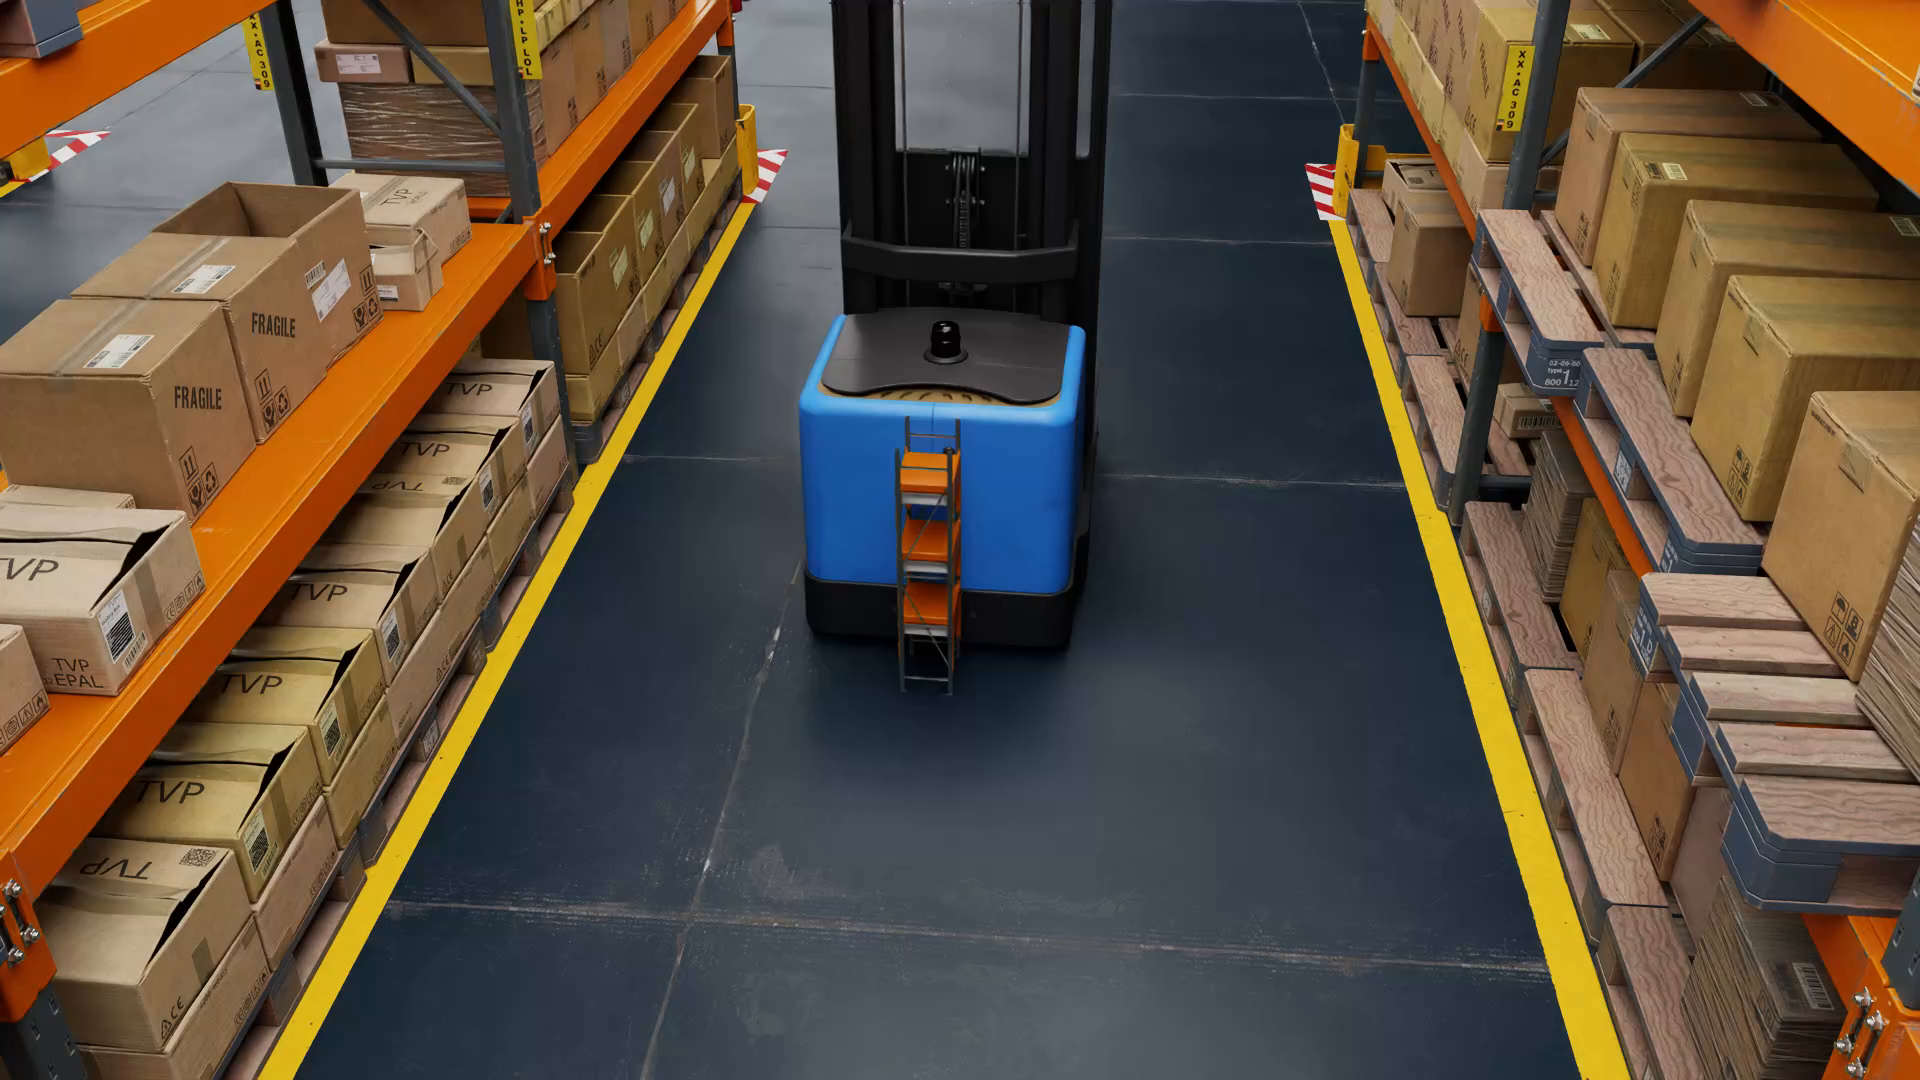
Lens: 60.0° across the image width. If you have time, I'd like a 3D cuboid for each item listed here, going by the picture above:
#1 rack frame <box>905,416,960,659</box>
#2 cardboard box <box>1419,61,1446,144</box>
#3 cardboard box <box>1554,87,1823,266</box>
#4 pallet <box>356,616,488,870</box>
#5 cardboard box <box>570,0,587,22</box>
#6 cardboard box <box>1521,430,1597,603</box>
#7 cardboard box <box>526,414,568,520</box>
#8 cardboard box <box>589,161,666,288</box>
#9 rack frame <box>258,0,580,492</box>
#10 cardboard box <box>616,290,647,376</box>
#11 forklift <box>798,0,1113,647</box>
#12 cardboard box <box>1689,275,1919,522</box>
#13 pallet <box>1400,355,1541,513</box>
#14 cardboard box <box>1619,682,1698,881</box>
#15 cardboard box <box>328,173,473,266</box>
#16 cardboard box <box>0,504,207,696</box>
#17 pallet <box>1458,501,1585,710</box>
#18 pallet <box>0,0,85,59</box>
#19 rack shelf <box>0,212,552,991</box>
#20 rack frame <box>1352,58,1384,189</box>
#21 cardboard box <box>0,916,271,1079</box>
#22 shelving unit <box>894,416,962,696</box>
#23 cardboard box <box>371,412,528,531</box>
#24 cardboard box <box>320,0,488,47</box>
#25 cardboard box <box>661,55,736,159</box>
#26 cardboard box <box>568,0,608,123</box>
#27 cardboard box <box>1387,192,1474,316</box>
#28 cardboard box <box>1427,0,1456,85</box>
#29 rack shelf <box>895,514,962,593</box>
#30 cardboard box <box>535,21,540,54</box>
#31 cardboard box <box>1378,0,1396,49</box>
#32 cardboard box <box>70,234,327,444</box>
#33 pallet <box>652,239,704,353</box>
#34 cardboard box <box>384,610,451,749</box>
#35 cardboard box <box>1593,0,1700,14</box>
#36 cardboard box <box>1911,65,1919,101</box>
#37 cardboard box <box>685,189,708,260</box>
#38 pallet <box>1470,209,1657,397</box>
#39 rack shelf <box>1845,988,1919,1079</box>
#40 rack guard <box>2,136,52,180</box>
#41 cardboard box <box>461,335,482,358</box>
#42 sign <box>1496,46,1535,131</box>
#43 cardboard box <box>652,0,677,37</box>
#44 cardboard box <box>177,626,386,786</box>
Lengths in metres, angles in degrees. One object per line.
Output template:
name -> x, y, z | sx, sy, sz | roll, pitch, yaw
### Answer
rack frame -> -0.099, 0.009, 6.234 | 0.200, 1.050, 0.008 | 3, 32, 6
cardboard box -> 2.482, -2.069, 7.871 | 0.500, 0.250, 0.500 | 2, 32, 4
cardboard box -> 2.596, -1.305, 5.993 | 0.700, 0.500, 0.500 | 3, 32, 4
pallet -> -2.384, 0.665, 5.970 | 1.003, 0.211, 1.213 | 2, 32, 4
cardboard box -> -1.969, -2.534, 7.790 | 0.380, 0.149, 0.250 | 1, 32, 2
cardboard box -> 2.628, -0.077, 6.479 | 0.700, 0.500, 0.500 | 3, 32, 6
cardboard box -> -2.011, -0.328, 7.144 | 0.500, 0.250, 0.500 | 2, 32, 4
cardboard box -> -1.835, -1.629, 8.539 | 0.500, 0.500, 0.500 | 2, 32, 4
rack frame -> -2.266, -1.549, 6.904 | 1.000, 3.000, 0.127 | 2, 32, 4
cardboard box -> -1.881, -1.048, 8.312 | 0.500, 0.250, 0.500 | 2, 32, 4
forklift -> 0.075, -1.585, 7.028 | 1.130, 2.935, 3.031 | 3, 32, 6
cardboard box -> 2.453, -0.376, 4.487 | 0.700, 0.500, 0.500 | 2, 32, 4
pallet -> 2.691, -0.505, 7.868 | 1.003, 0.211, 1.213 | 2, 32, 4
cardboard box -> 2.522, 0.725, 5.178 | 0.700, 0.500, 0.500 | 2, 32, 4
cardboard box -> -2.263, -1.226, 6.523 | 0.500, 0.250, 0.500 | 4, 32, 7
cardboard box -> -2.326, 0.121, 4.279 | 0.500, 0.311, 0.500 | 2, 32, 3
pallet -> 2.609, 0.255, 6.635 | 1.003, 0.211, 1.213 | 2, 32, 4
pallet -> -2.626, -1.013, 3.355 | 1.213, 0.211, 1.003 | 4, 32, 6
rack shelf -> -2.429, -0.197, 5.396 | 1.077, 0.370, 4.000 | 2, 32, 4
rack frame -> 2.997, -3.431, 9.958 | 1.000, 3.000, 0.127 | 2, 32, 4
cardboard box -> -2.257, 1.273, 4.546 | 0.500, 0.250, 0.500 | 2, 32, 4
shelving unit -> -0.113, 0.073, 6.131 | 0.215, 1.050, 0.252 | 3, 32, 6
cardboard box -> -2.050, -0.300, 6.563 | 0.500, 0.311, 0.500 | 3, 32, 5
cardboard box -> -2.237, -2.376, 6.915 | 0.700, 0.500, 0.500 | 3, 32, 4
cardboard box -> -1.688, -2.675, 10.237 | 0.500, 0.500, 0.500 | 2, 32, 4
cardboard box -> -2.155, -2.362, 8.129 | 0.700, 0.500, 0.500 | 3, 32, 5
cardboard box -> 2.695, -1.517, 8.815 | 0.700, 0.500, 0.500 | 1, 32, 1
cardboard box -> 2.488, -2.388, 7.675 | 0.500, 0.500, 0.500 | 2, 32, 3
rack shelf -> -0.113, 0.082, 6.136 | 0.215, 0.259, 0.240 | 3, 32, 6
cardboard box -> -2.031, -2.131, 7.136 | 0.380, 0.149, 0.250 | 3, 32, 5
cardboard box -> 2.613, -2.862, 9.159 | 0.500, 0.250, 0.500 | 2, 32, 2
cardboard box -> -2.429, -0.653, 5.356 | 0.500, 0.500, 0.500 | 3, 32, 4
pallet -> -2.063, -1.416, 9.346 | 1.003, 0.211, 1.213 | 2, 32, 4
cardboard box -> -2.138, 0.470, 5.849 | 0.500, 0.250, 0.500 | 3, 32, 5
cardboard box -> 2.963, -2.110, 7.225 | 0.500, 0.500, 0.500 | 2, 32, 4
cardboard box -> 2.135, -0.883, 3.031 | 0.500, 0.311, 0.500 | 2, 32, 4
cardboard box -> -1.758, -1.832, 9.585 | 0.500, 0.250, 0.500 | 2, 32, 4
pallet -> 2.464, -0.864, 5.976 | 1.003, 0.211, 1.213 | 2, 32, 4
rack shelf -> 2.183, 2.104, 1.662 | 1.077, 0.370, 4.000 | 2, 32, 4
rack guard -> -6.837, -2.748, 11.233 | 1.175, 0.500, 0.348 | 2, 32, 4
cardboard box -> -2.446, -0.809, 7.924 | 0.500, 0.250, 0.500 | 2, 32, 4
sign -> 2.130, -1.727, 6.368 | 0.100, 0.325, 0.005 | 2, 32, 4
cardboard box -> -2.029, -3.165, 9.431 | 0.700, 0.500, 0.500 | 3, 32, 5
cardboard box -> -2.179, 0.493, 5.278 | 0.500, 0.311, 0.500 | 2, 32, 3
